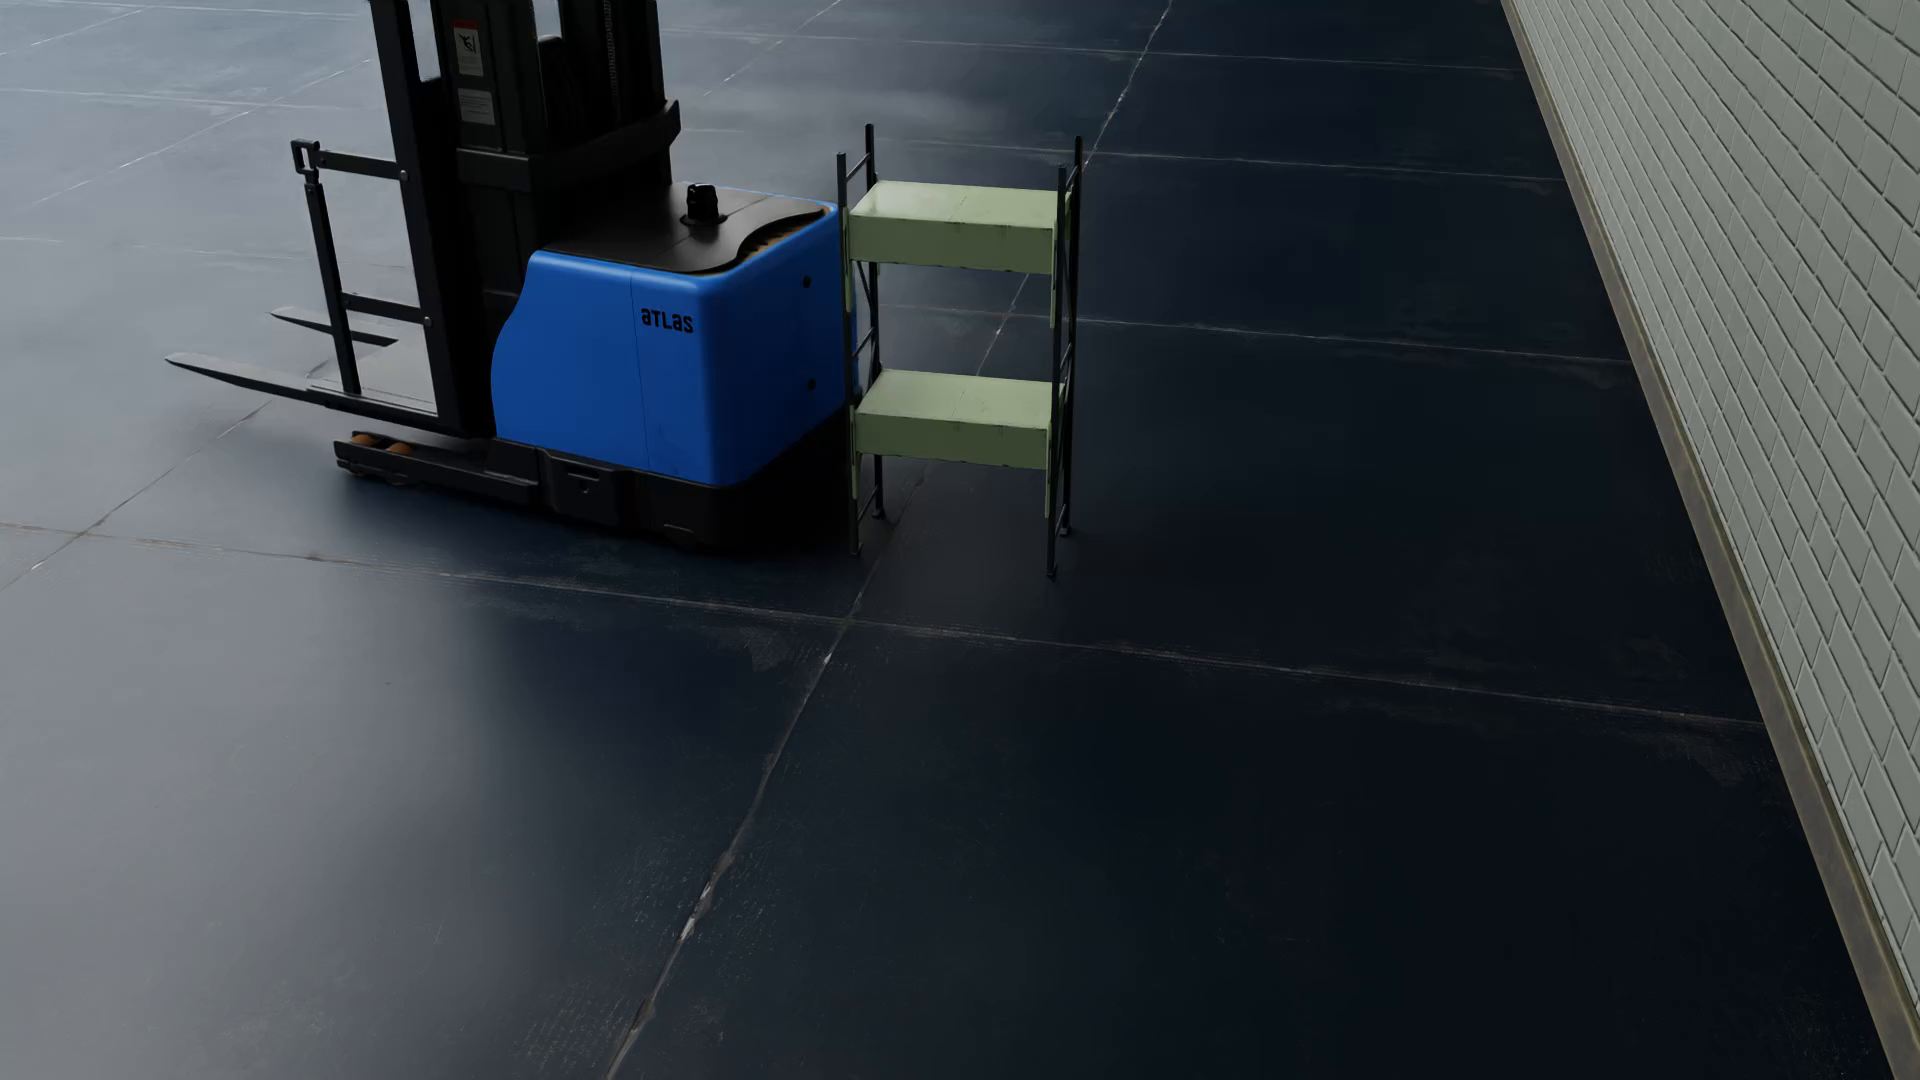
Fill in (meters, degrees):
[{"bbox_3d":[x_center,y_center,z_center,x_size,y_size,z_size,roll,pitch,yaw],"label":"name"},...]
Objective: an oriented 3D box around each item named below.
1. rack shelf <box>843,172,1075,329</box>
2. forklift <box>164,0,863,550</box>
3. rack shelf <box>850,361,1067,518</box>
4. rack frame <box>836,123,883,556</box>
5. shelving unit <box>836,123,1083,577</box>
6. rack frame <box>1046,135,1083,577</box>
[{"bbox_3d":[0.007,-1.000,5.701,0.720,0.370,0.431,6,29,11],"label":"rack shelf"},{"bbox_3d":[-1.950,-1.717,6.334,3.031,2.935,1.130,13,31,22],"label":"forklift"},{"bbox_3d":[0.007,-0.371,6.045,0.720,0.370,0.431,6,29,11],"label":"rack shelf"},{"bbox_3d":[-0.351,-0.694,5.956,0.023,1.500,0.400,6,29,11],"label":"rack frame"},{"bbox_3d":[0.007,-0.657,5.889,0.755,1.500,0.431,6,29,11],"label":"shelving unit"},{"bbox_3d":[0.364,-0.620,5.822,0.023,1.500,0.400,6,29,11],"label":"rack frame"}]
